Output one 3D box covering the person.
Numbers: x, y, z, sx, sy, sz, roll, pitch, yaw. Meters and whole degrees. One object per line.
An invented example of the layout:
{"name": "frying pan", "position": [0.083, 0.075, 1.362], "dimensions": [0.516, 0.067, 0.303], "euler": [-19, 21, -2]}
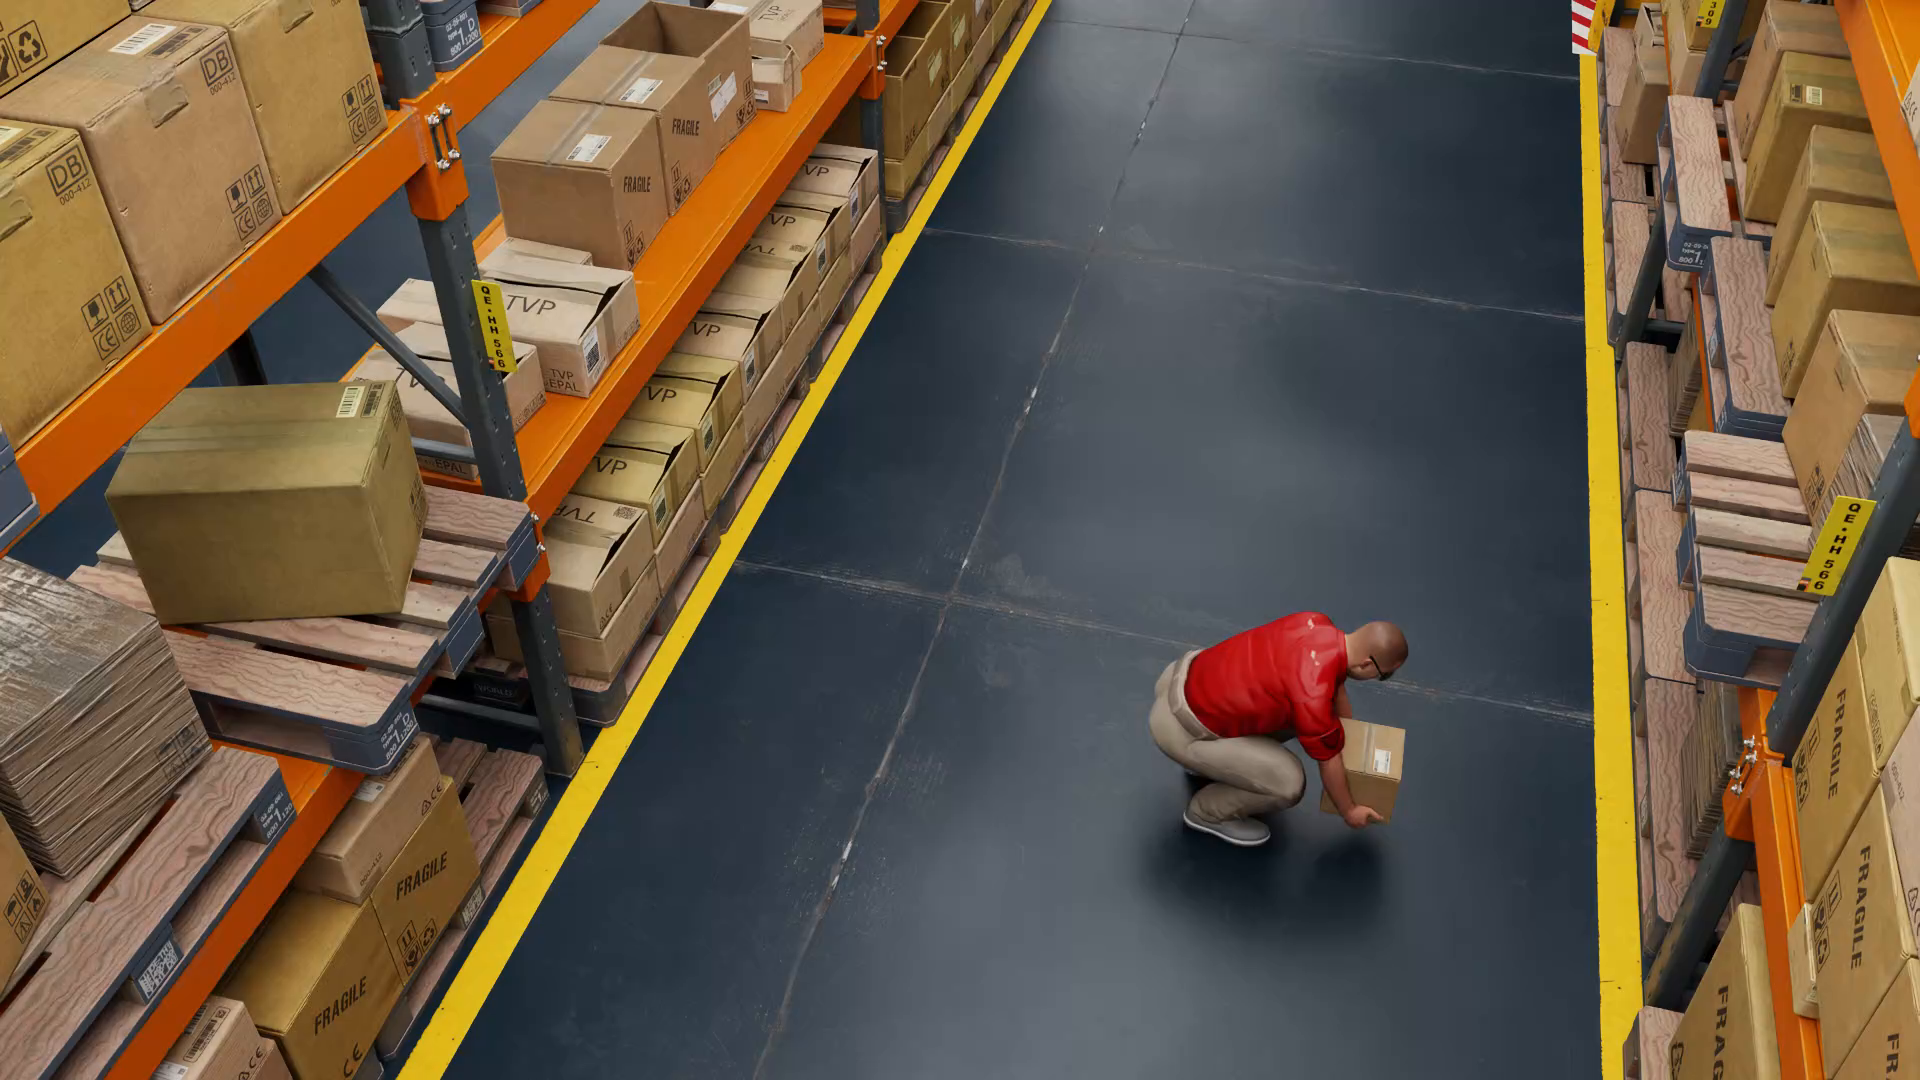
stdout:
{"name": "person", "position": [1.133, 0.647, 5.998], "dimensions": [0.886, 0.988, 0.523], "euler": [9, 42, 10]}
